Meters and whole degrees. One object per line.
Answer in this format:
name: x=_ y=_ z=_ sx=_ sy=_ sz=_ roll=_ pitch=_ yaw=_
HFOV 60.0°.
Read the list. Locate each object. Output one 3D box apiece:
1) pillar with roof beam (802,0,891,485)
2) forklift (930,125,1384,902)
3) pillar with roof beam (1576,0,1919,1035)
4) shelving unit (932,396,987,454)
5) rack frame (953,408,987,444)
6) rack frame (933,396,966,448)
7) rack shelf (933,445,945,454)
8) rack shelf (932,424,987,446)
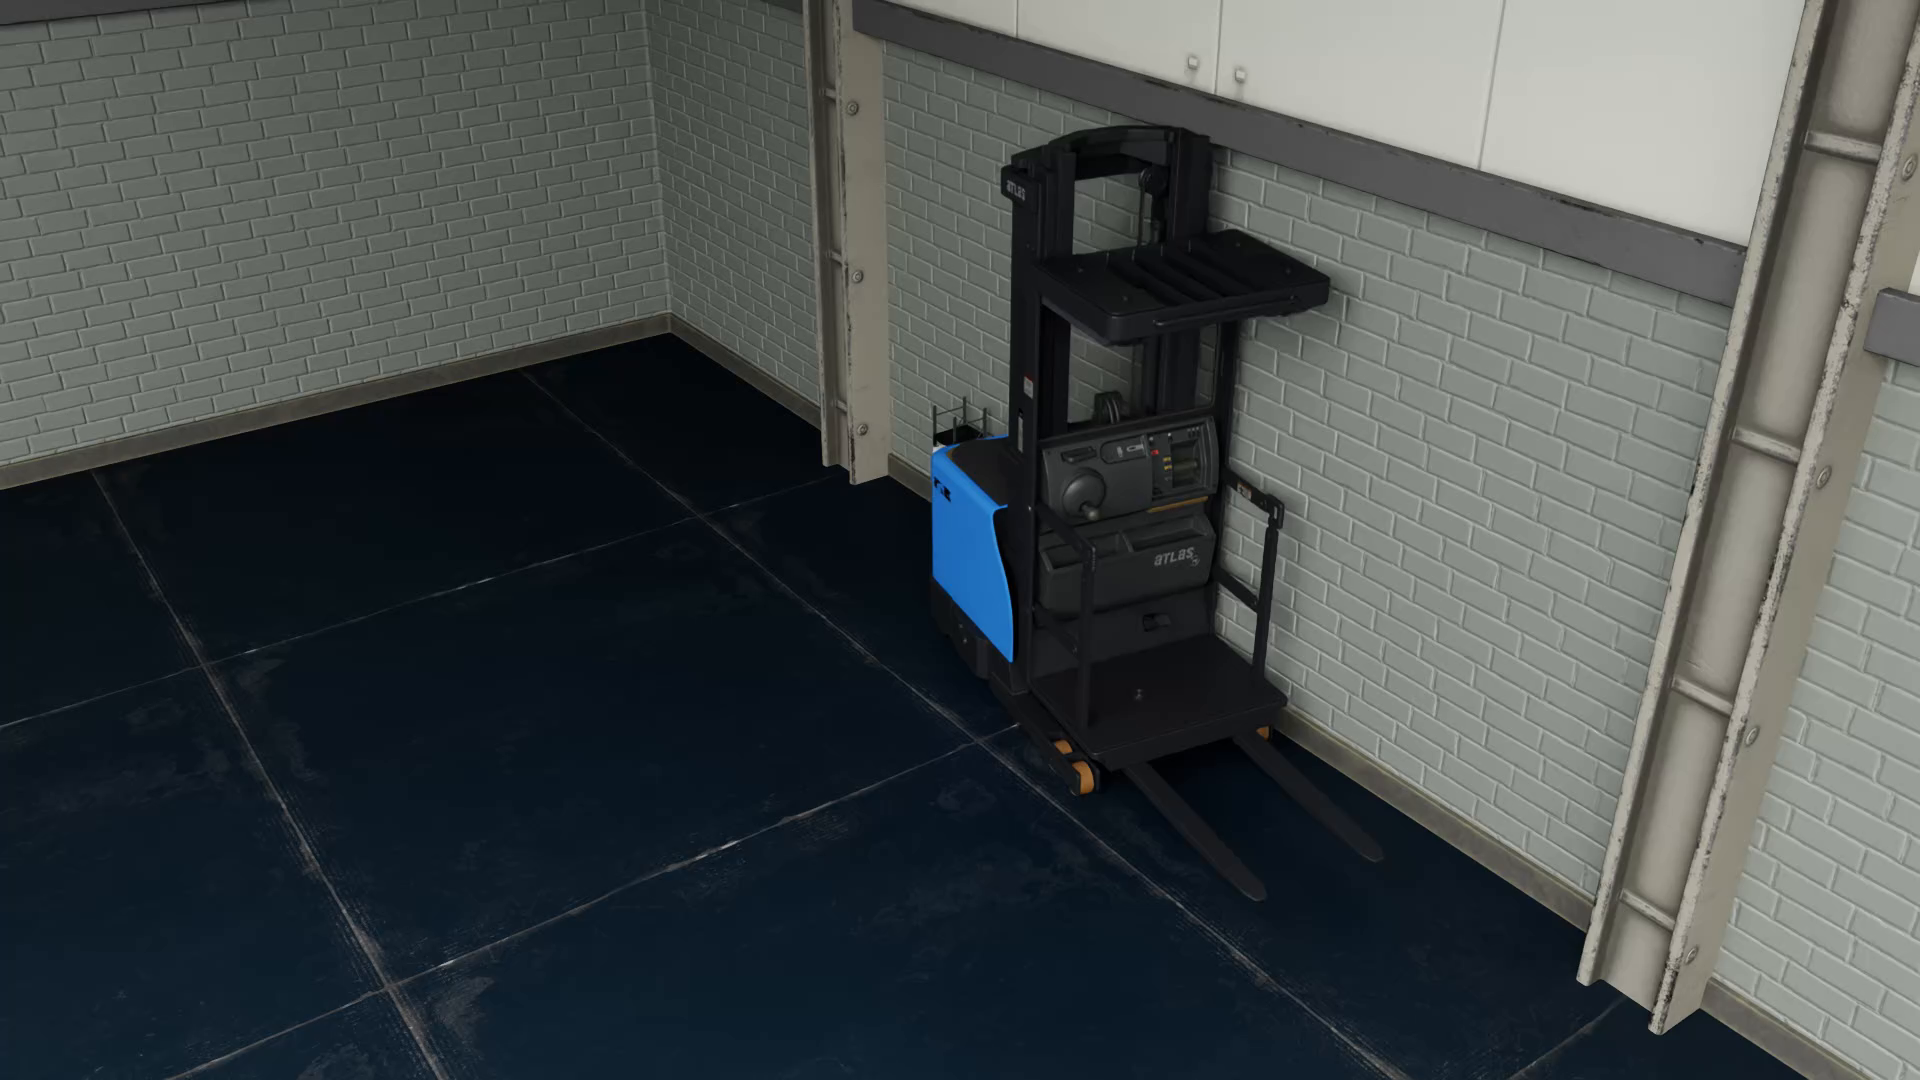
pillar with roof beam: x=-4.195 y=-3.241 z=6.789 sx=9.100 sy=9.000 sz=0.400 roll=-19 pitch=34 yaw=-31
forklift: x=0.909 y=-0.297 z=7.726 sx=1.130 sy=2.935 sz=3.031 roll=-12 pitch=31 yaw=-22
pillar with roof beam: x=-0.714 y=-0.909 z=2.494 sx=9.100 sy=9.000 sz=0.400 roll=-19 pitch=34 yaw=-31
shelving unit: x=-0.002 y=-0.389 z=10.024 sx=0.258 sy=0.900 sz=0.210 roll=-19 pitch=34 yaw=-31
rack frame: x=0.058 y=-0.350 z=9.952 sx=0.240 sy=0.900 sz=0.006 roll=-19 pitch=34 yaw=-31
rack frame: x=-0.061 y=-0.428 z=10.096 sx=0.240 sy=0.900 sz=0.006 roll=-19 pitch=34 yaw=-31
rack shelf: x=-0.002 y=-0.518 z=9.954 sx=0.258 sy=0.077 sz=0.200 roll=-19 pitch=34 yaw=-31
rack shelf: x=-0.002 y=-0.597 z=9.911 sx=0.258 sy=0.077 sz=0.200 roll=-19 pitch=34 yaw=-31
